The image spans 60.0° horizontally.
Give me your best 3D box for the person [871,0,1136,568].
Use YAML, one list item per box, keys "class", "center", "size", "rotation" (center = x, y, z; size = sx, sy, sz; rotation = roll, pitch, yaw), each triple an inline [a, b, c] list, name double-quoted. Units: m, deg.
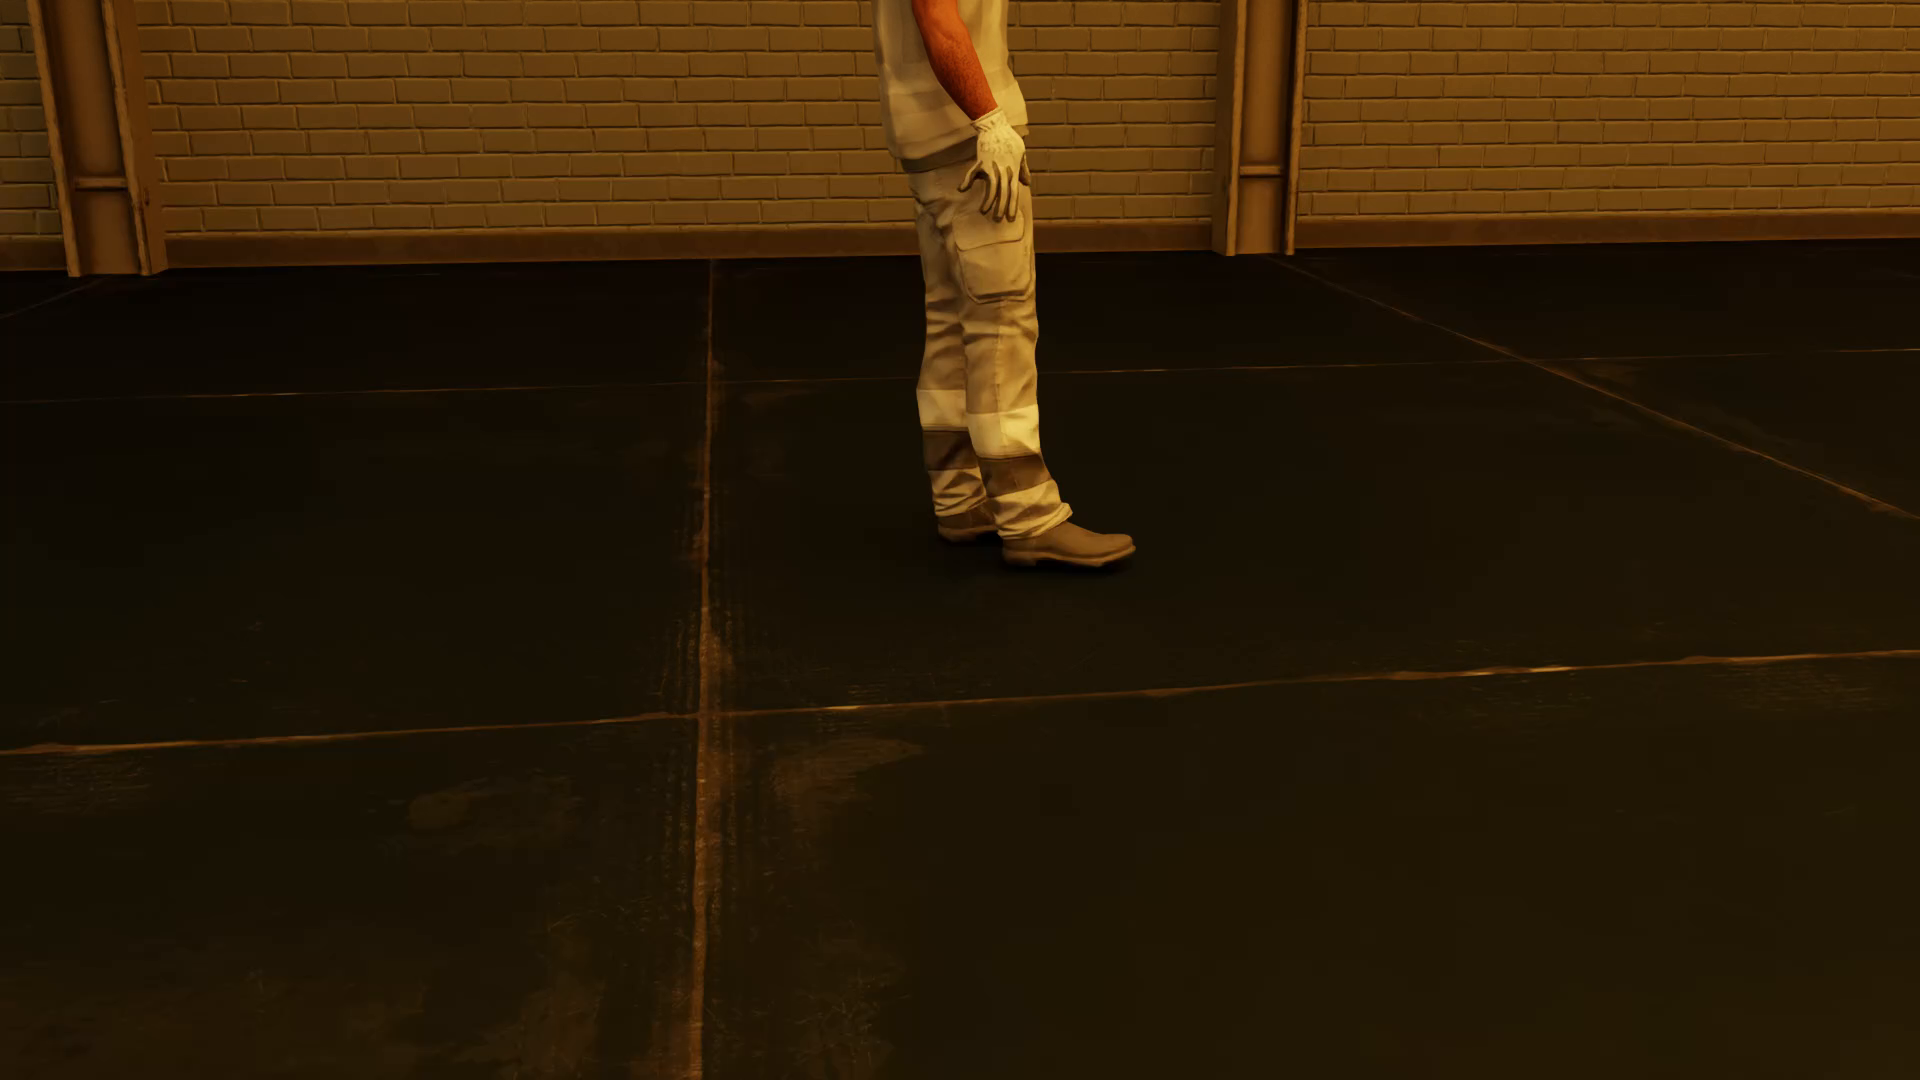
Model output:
- class: "person"
  center: [0.082, -0.863, 3.705]
  size: [0.562, 1.790, 0.637]
  rotation: [-2, 17, -8]
